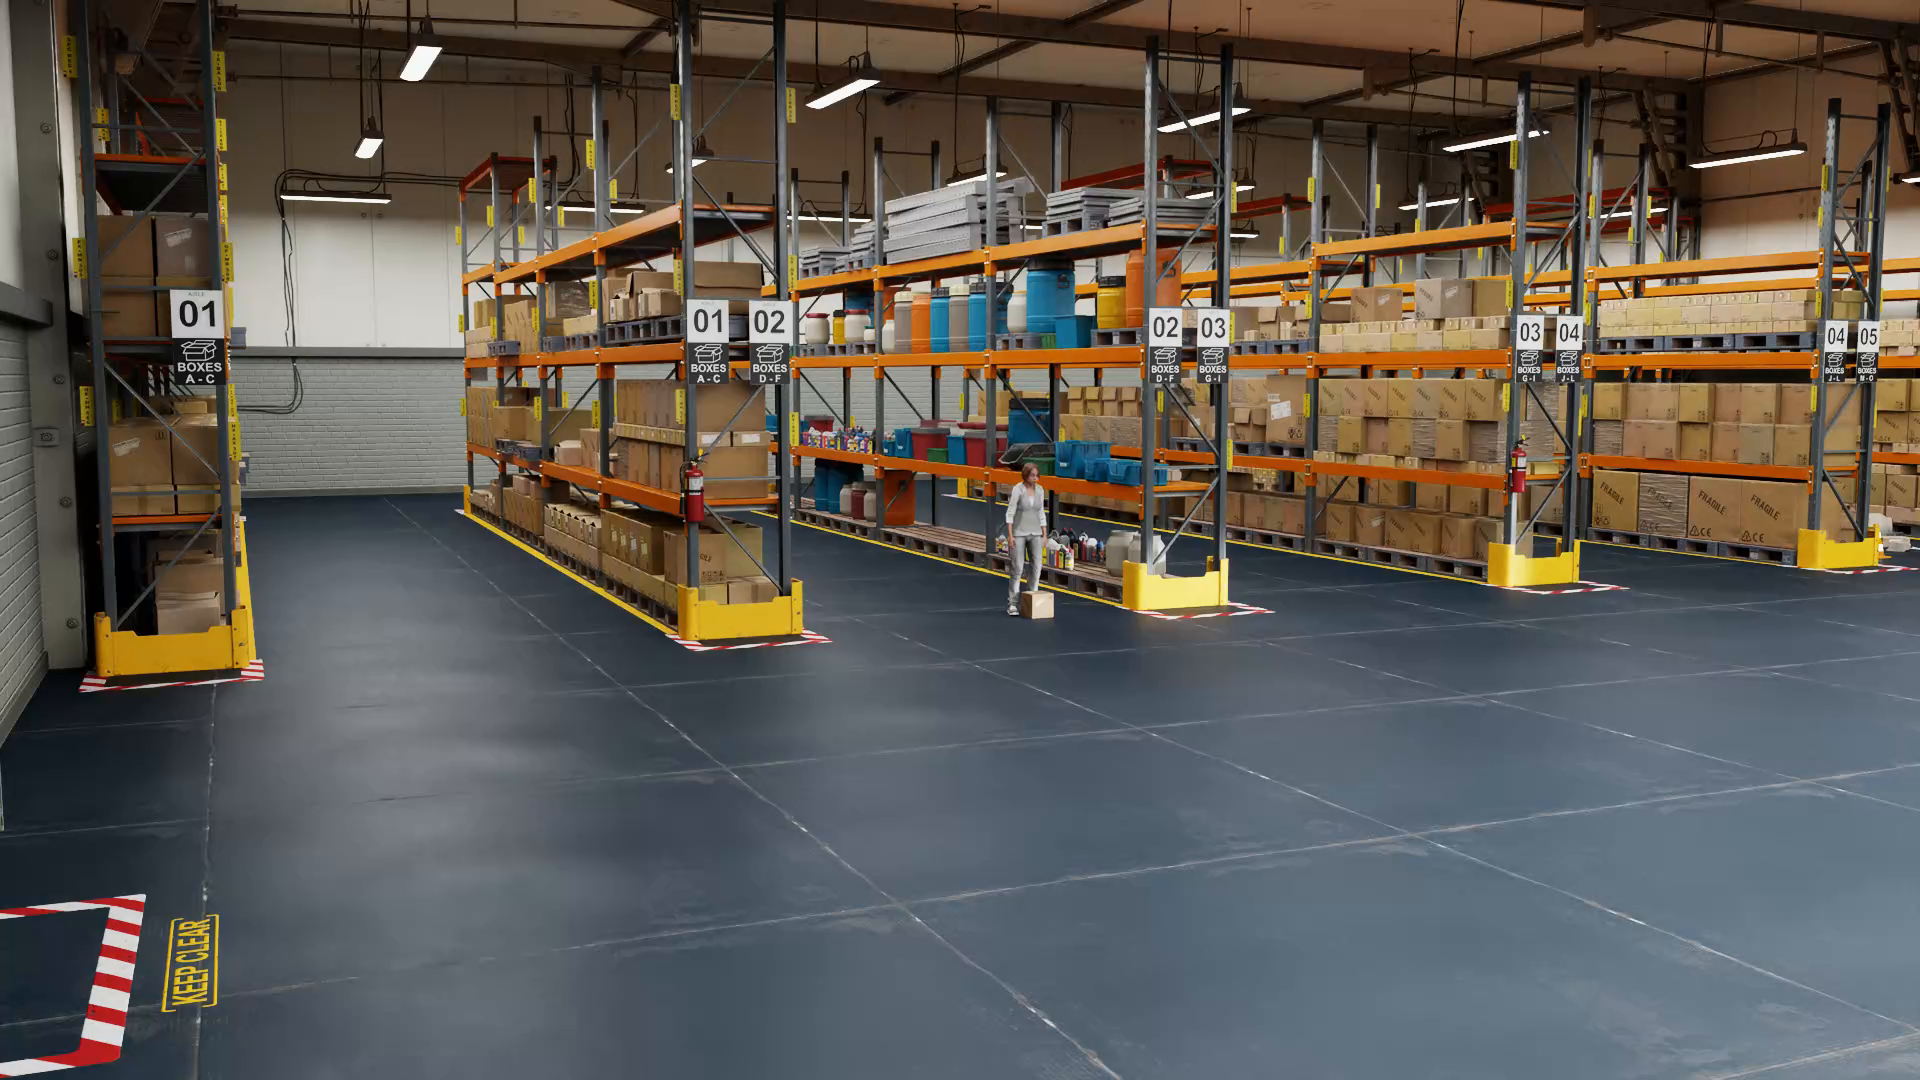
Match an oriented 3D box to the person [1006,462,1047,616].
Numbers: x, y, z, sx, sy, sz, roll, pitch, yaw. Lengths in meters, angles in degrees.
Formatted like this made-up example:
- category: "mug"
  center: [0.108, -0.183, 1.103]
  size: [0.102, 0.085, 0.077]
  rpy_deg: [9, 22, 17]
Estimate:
- category: "person"
  center: [0.699, -0.018, 17.406]
  size: [0.470, 1.591, 0.350]
  rpy_deg: [-3, 6, -24]
